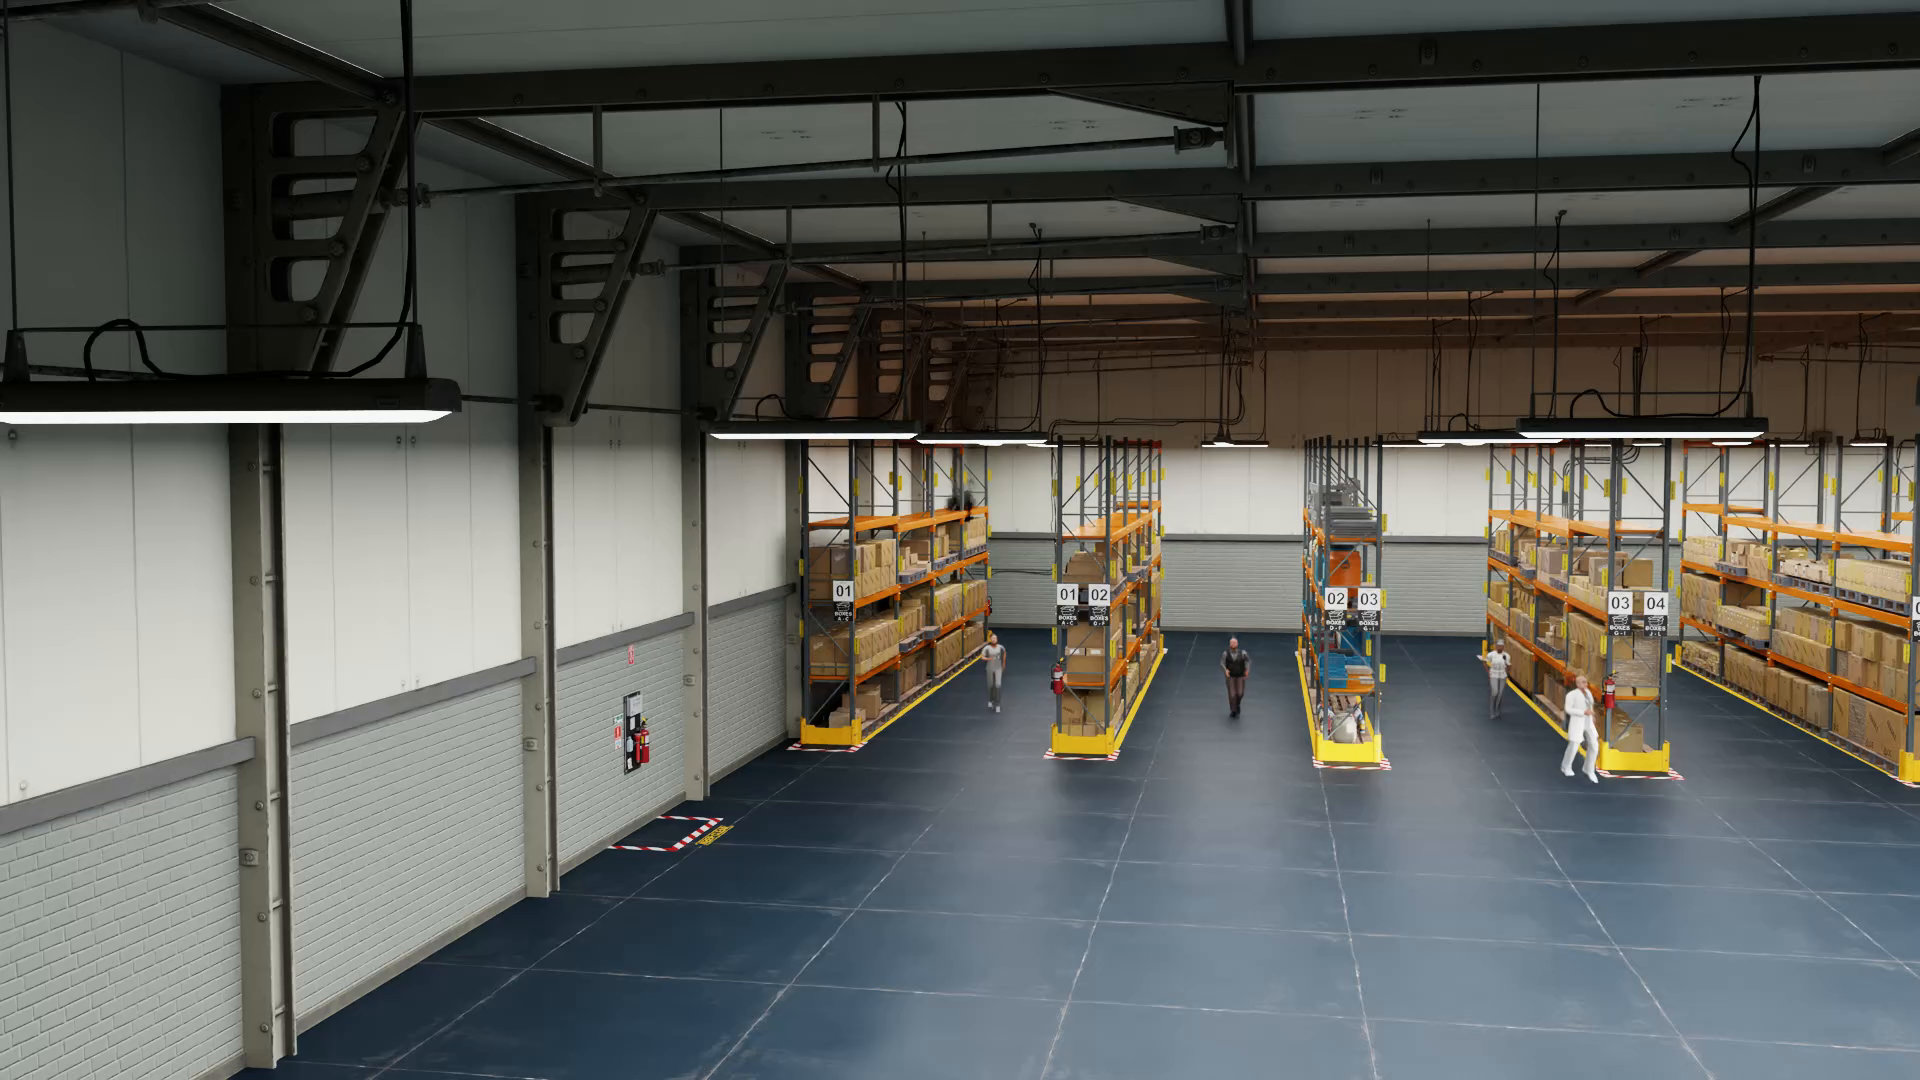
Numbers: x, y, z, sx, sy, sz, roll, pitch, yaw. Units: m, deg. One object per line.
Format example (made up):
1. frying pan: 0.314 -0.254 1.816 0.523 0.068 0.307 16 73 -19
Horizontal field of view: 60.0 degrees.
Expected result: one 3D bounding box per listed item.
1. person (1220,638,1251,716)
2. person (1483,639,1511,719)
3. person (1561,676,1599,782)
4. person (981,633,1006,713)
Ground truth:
1. person: 5.898 2.954 35.629 0.672 1.680 0.551 1 3 10
2. person: 11.490 2.969 35.502 0.550 1.721 0.704 0 3 5
3. person: 10.783 3.280 28.892 0.719 1.854 0.777 -1 3 -19
4. person: 0.738 2.884 36.539 0.554 1.692 0.772 0 3 0
